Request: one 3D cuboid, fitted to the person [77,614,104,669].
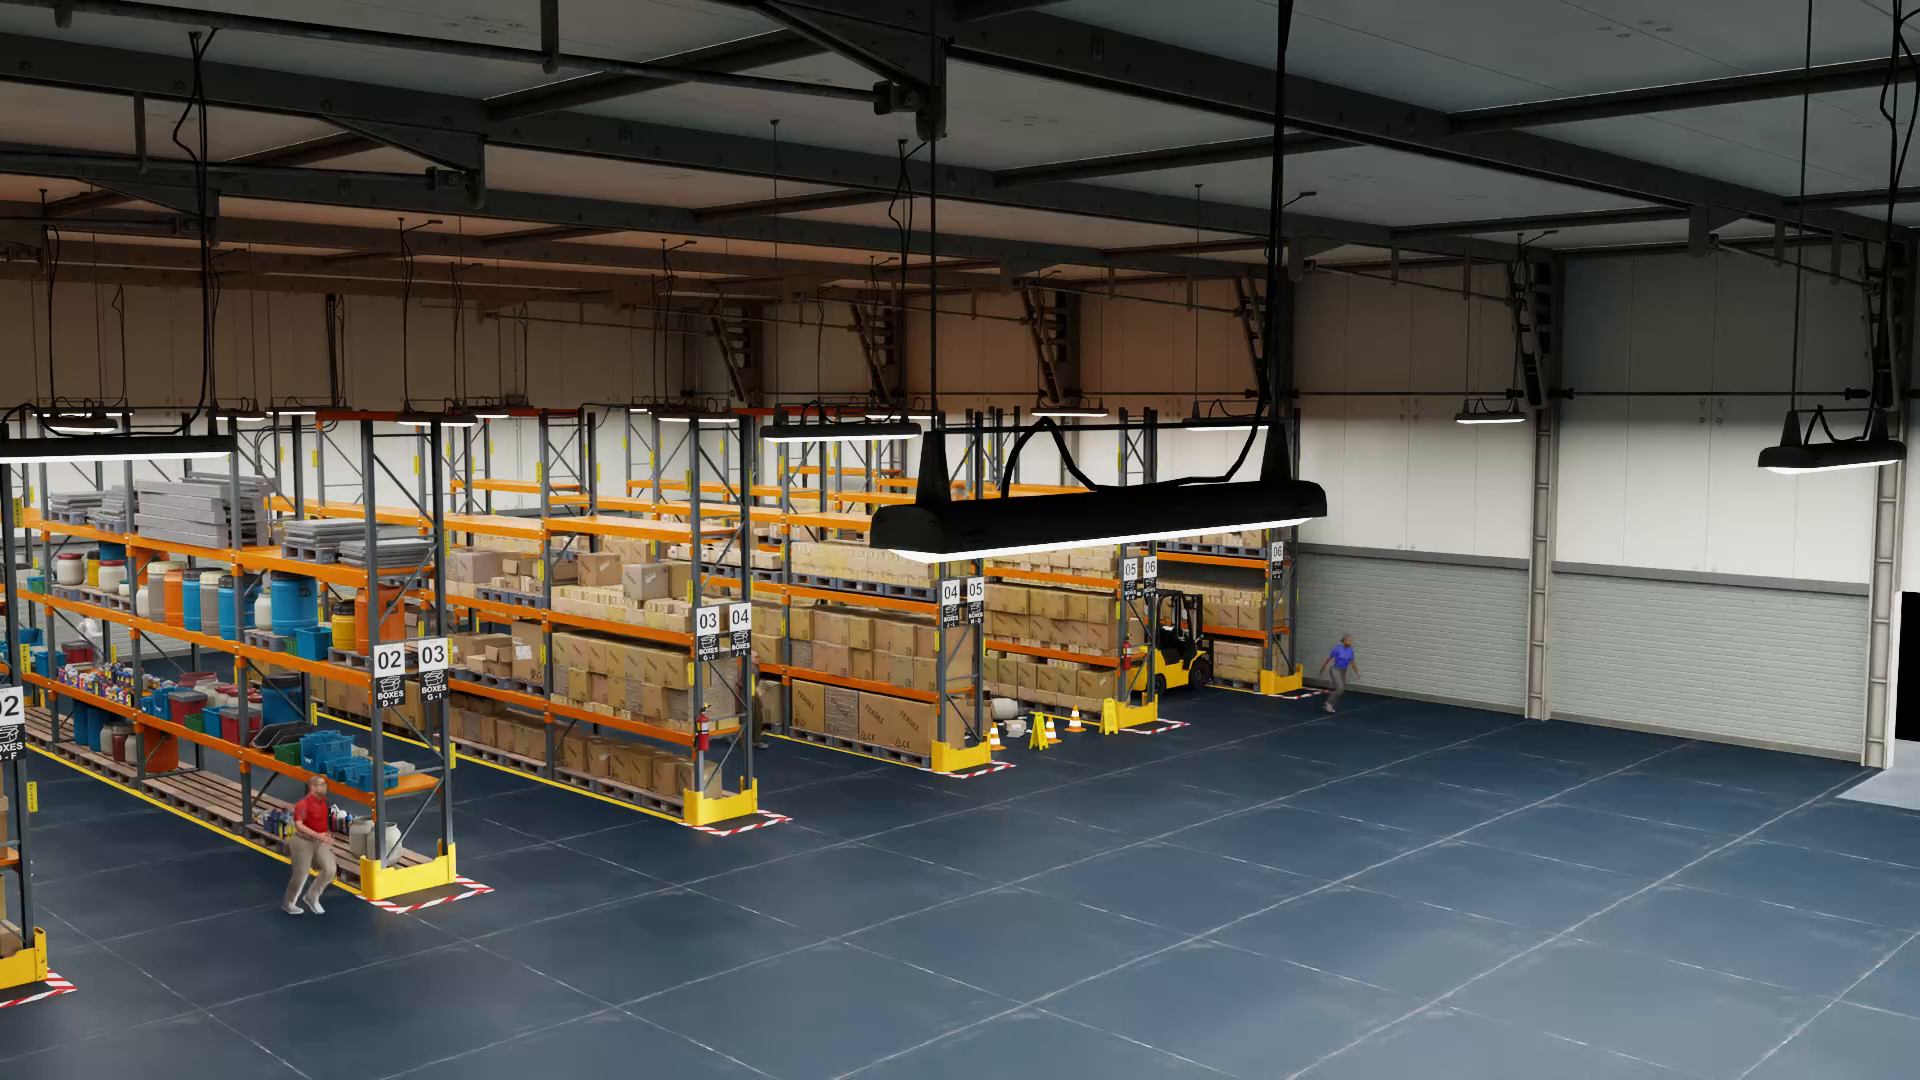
[{"bbox_3d":[-18.828,2.308,35.933,0.831,1.745,0.584,-2,5,-23],"label":"person"}]

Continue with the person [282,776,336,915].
[{"bbox_3d":[-7.850,3.722,20.146,0.759,1.743,0.678,2,5,19],"label":"person"}]

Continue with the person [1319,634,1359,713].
[{"bbox_3d":[7.492,2.630,32.768,0.558,1.597,0.718,-3,6,-34],"label":"person"}]

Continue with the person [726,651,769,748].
[{"bbox_3d":[-3.862,2.832,29.714,0.977,1.747,0.691,3,6,30],"label":"person"}]
